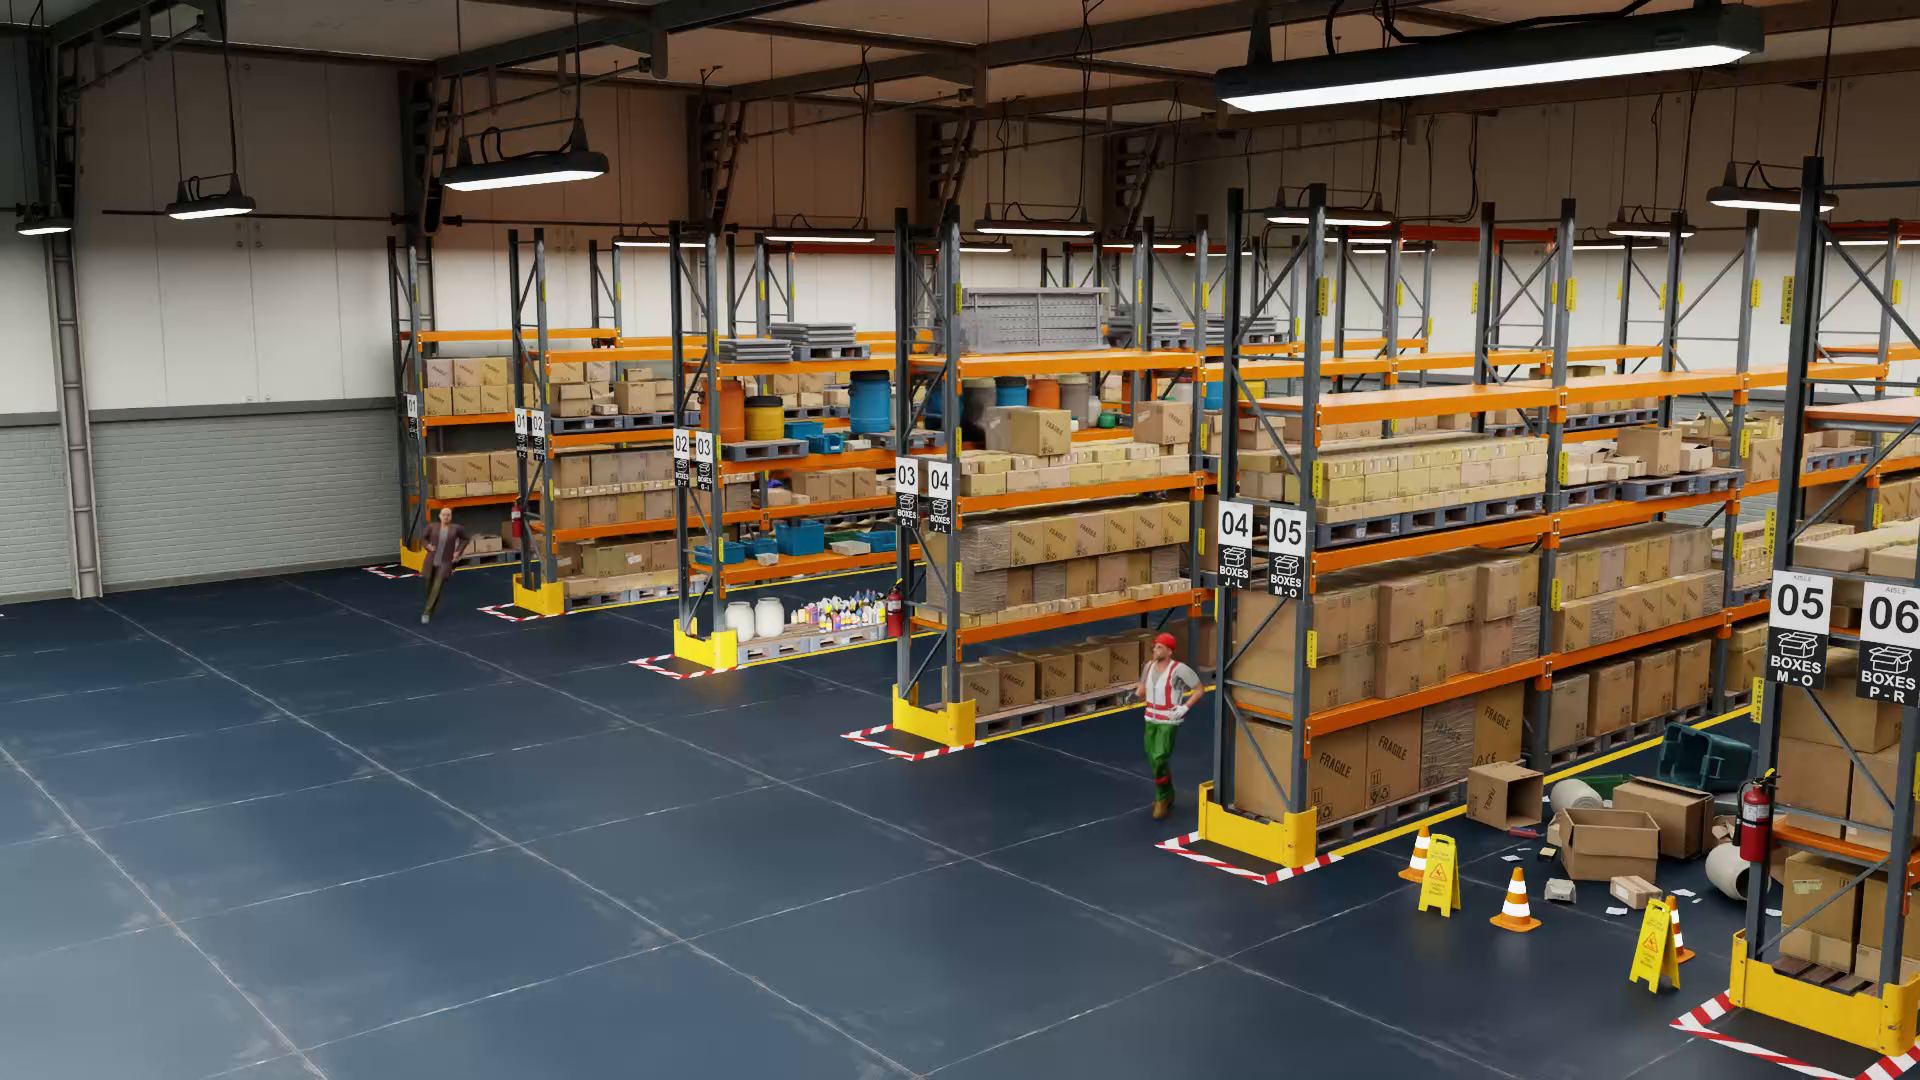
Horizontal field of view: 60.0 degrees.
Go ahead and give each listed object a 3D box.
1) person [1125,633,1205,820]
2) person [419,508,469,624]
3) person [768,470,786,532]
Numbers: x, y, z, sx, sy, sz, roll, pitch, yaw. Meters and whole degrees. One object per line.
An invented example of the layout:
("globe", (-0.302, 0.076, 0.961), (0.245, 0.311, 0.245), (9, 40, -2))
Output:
("person", (1.974, 1.799, 16.260), (0.605, 1.794, 0.721), (-8, 12, -43))
("person", (-7.986, 0.360, 25.752), (0.716, 1.747, 1.013), (-1, 9, -4))
("person", (-3.690, -0.598, 32.209), (0.580, 1.653, 0.904), (6, 11, 35))
